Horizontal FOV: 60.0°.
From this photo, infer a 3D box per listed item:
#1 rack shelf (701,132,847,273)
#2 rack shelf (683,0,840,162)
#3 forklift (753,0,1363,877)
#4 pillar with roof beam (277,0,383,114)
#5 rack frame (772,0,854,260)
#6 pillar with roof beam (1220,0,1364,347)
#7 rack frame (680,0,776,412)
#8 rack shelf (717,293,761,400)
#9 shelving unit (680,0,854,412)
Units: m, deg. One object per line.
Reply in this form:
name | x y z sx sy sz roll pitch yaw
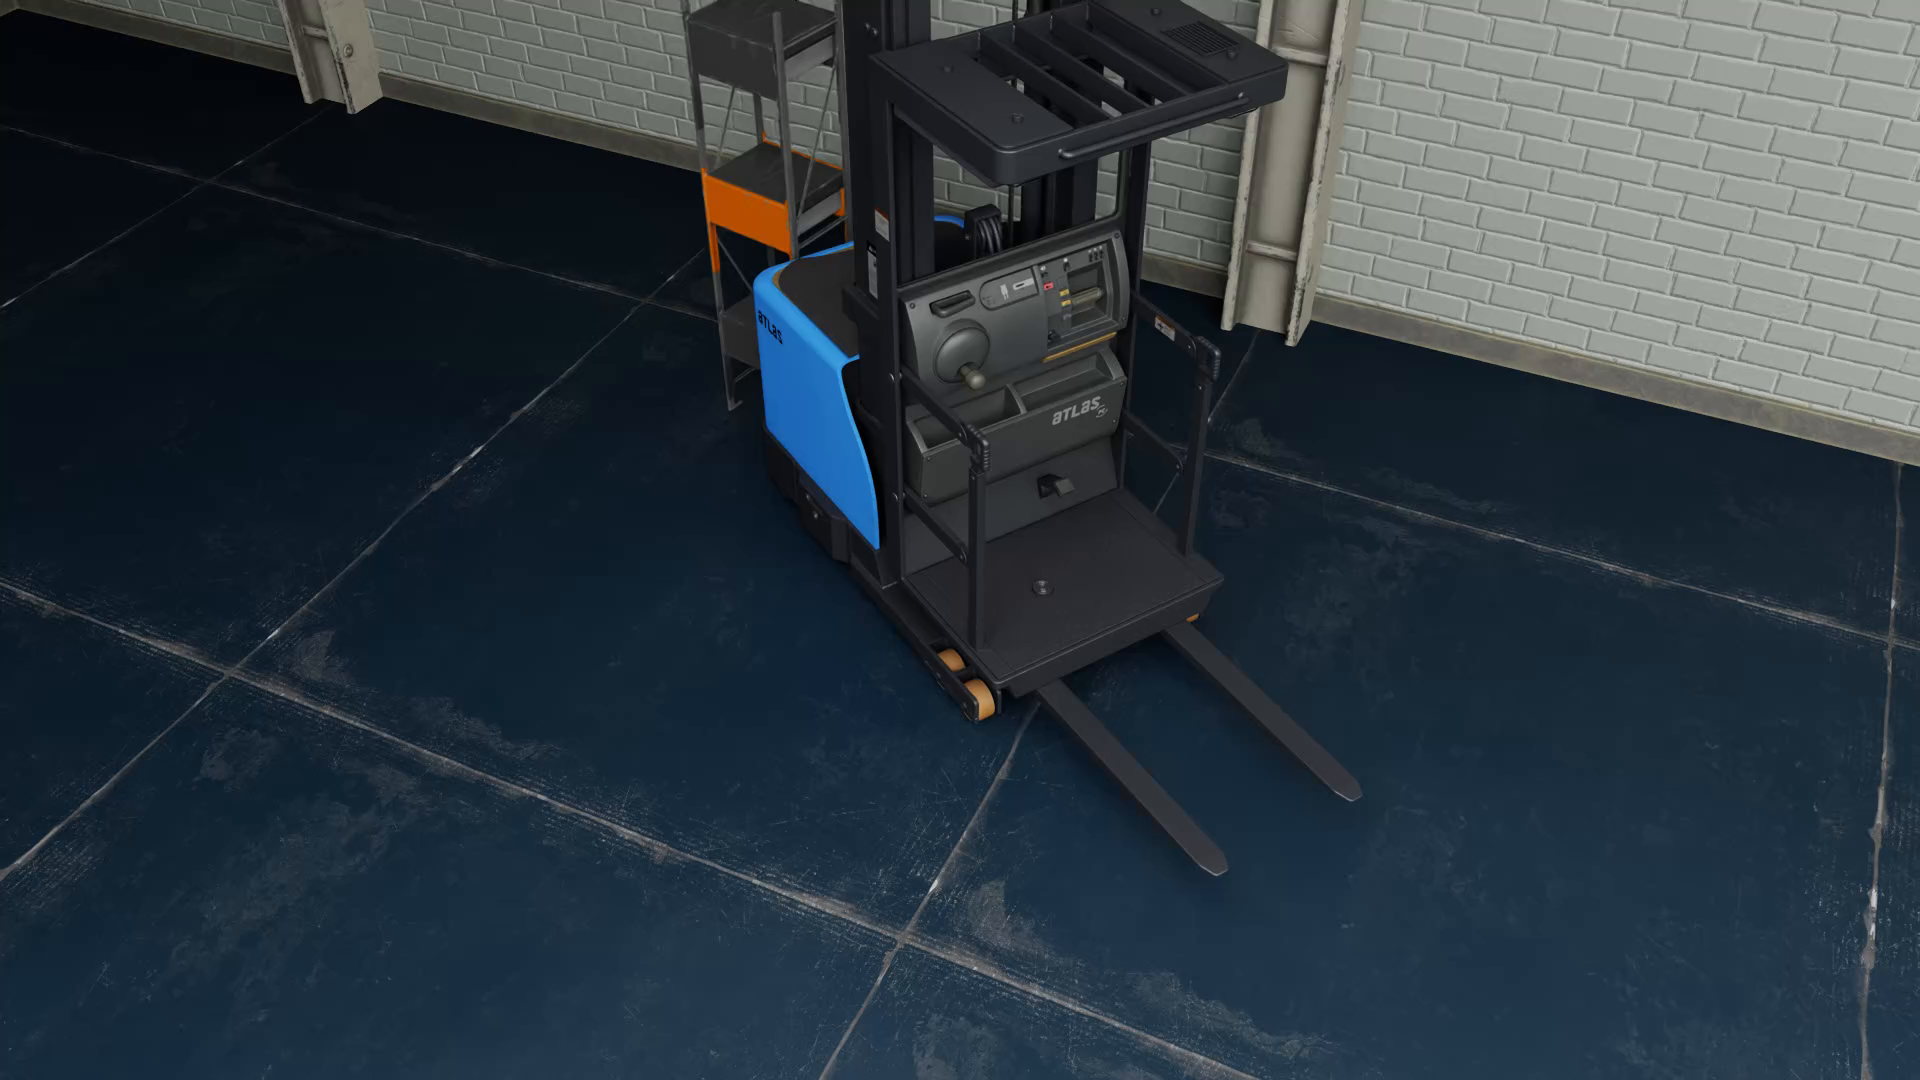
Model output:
rack shelf | -0.791 -1.409 7.291 0.480 0.518 0.431 26 47 26
rack shelf | -0.793 -1.936 6.831 0.480 0.518 0.431 26 47 26
forklift | 0.335 -0.760 5.889 1.130 2.935 3.031 -22 46 -24
pillar with roof beam | -5.685 -3.626 4.562 0.400 9.000 9.100 17 44 19
rack frame | -0.594 -1.325 7.174 0.015 2.100 0.400 26 47 26
pillar with roof beam | -0.248 -1.964 2.645 0.400 9.000 9.100 17 44 19
rack frame | -0.988 -1.513 7.391 0.015 2.100 0.400 26 47 26
rack shelf | -0.789 -0.882 7.752 0.480 0.518 0.431 26 47 26
shelving unit | -0.791 -1.419 7.282 0.503 2.100 0.431 26 47 26
